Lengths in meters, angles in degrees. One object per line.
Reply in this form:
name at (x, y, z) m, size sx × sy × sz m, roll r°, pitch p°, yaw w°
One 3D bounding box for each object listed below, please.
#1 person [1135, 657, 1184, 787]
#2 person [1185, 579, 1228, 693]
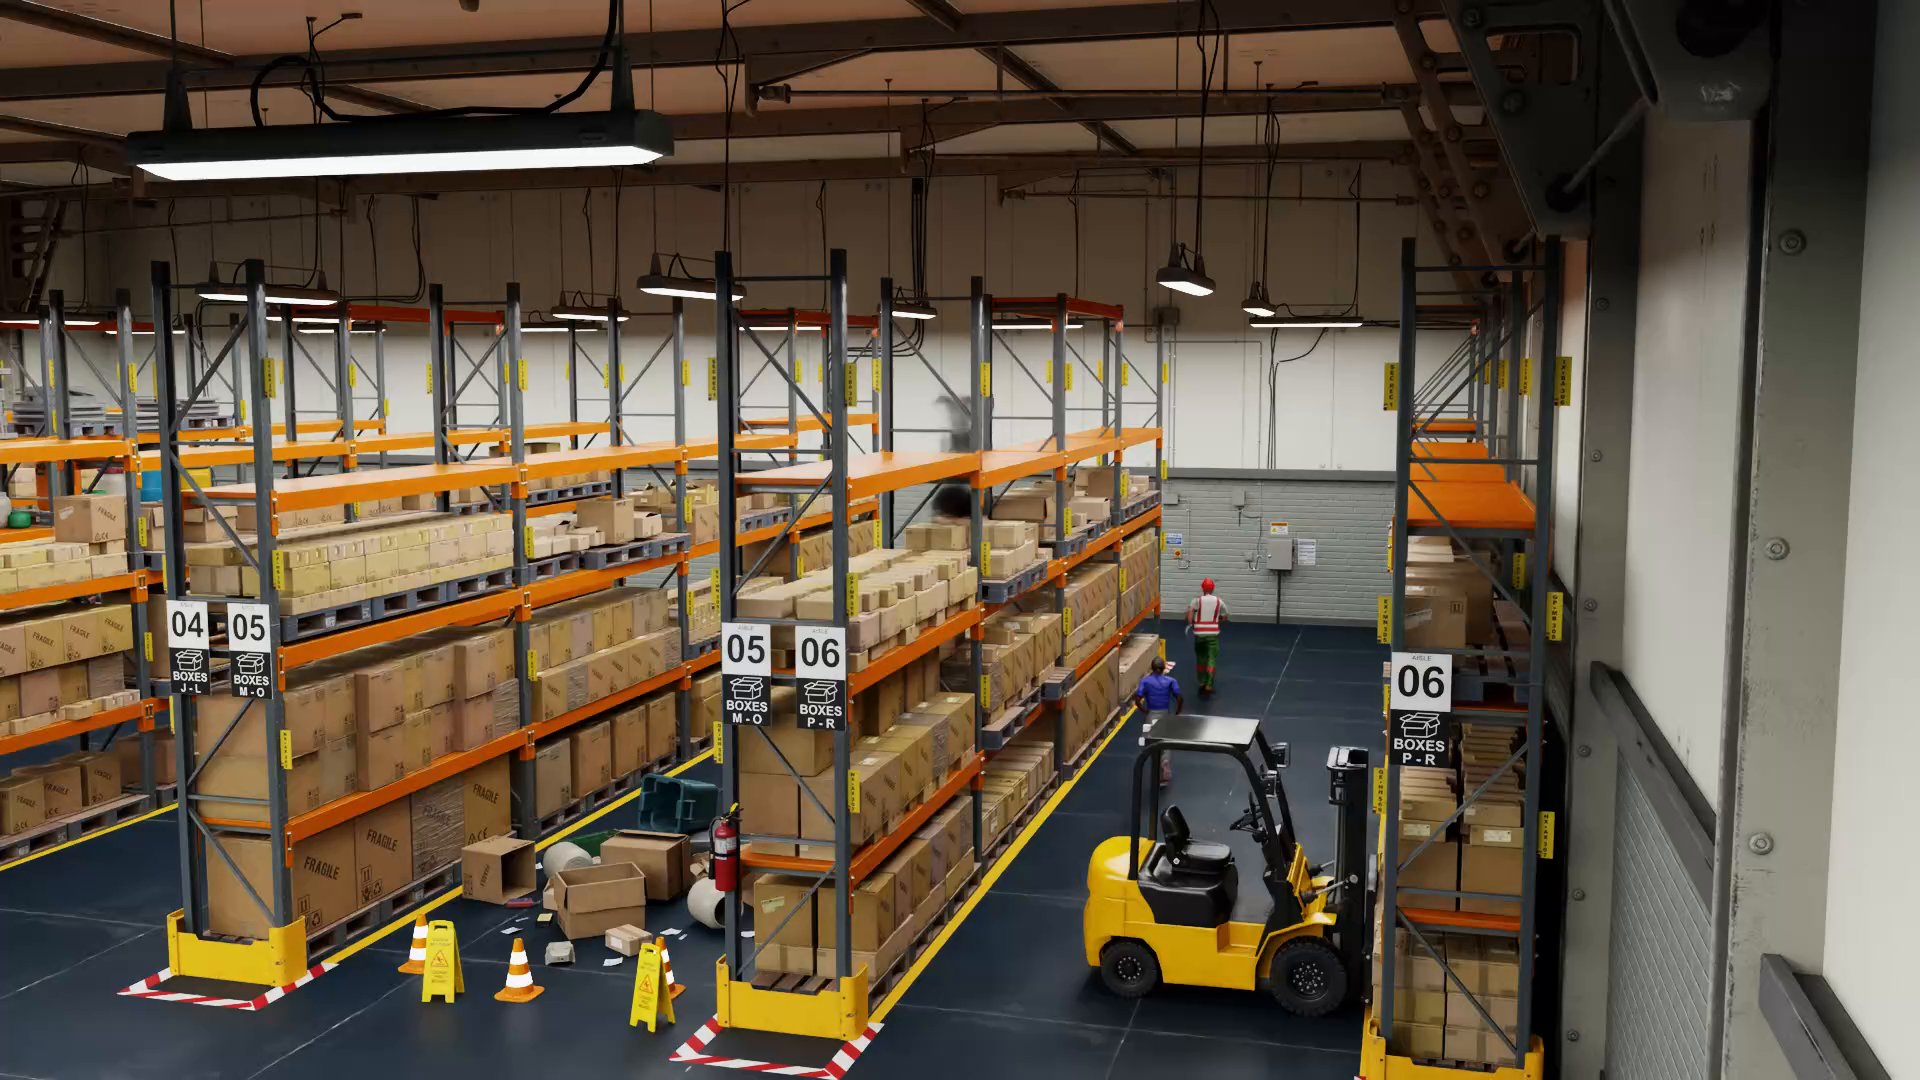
person at (2.427, 2.231, 20.312) m, size 0.589 × 1.612 × 0.547 m, roll 0°, pitch 6°, yaw 4°
person at (3.848, 1.522, 25.958) m, size 0.647 × 1.841 × 0.886 m, roll 1°, pitch 6°, yaw 11°
